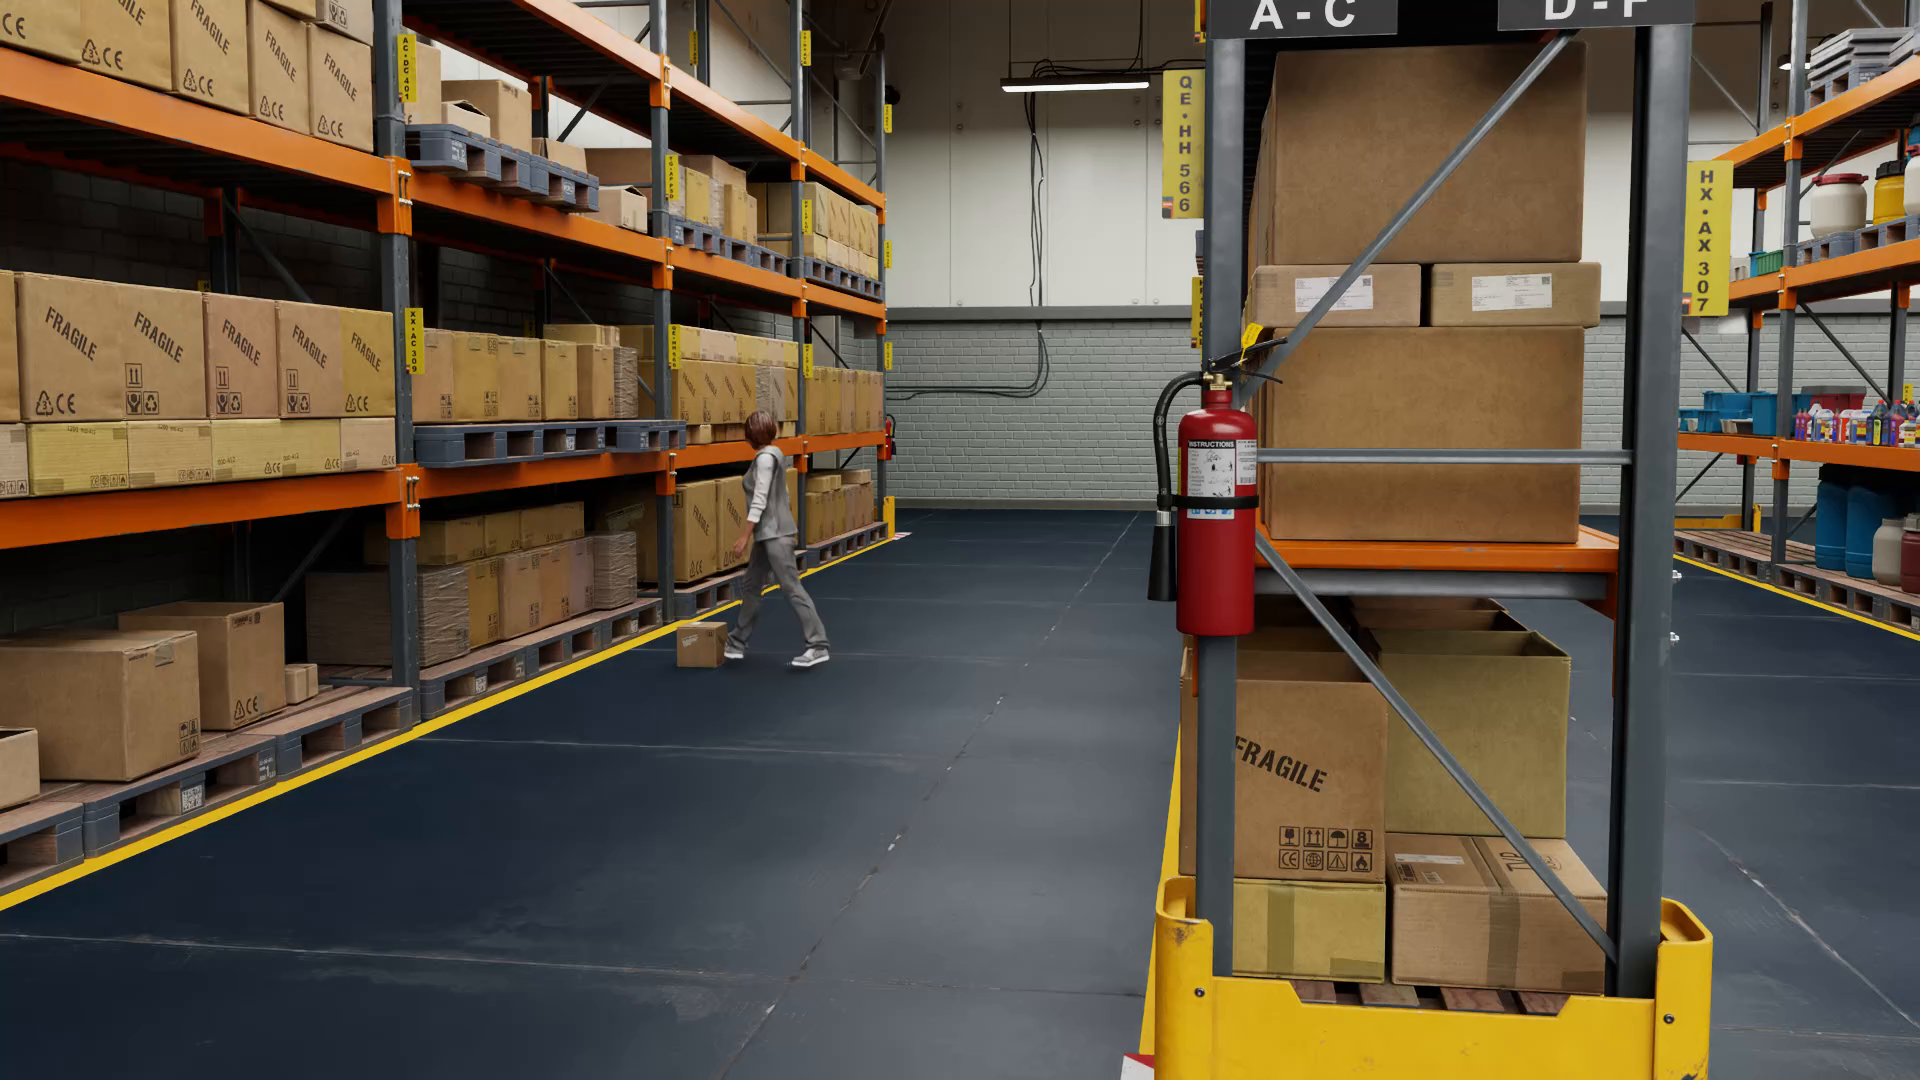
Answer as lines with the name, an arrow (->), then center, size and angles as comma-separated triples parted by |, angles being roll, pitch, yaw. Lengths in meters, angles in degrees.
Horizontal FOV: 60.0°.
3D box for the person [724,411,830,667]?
person -> -1.202, -0.014, 10.241 | 0.787, 1.542, 0.541 | -1, 5, -7
